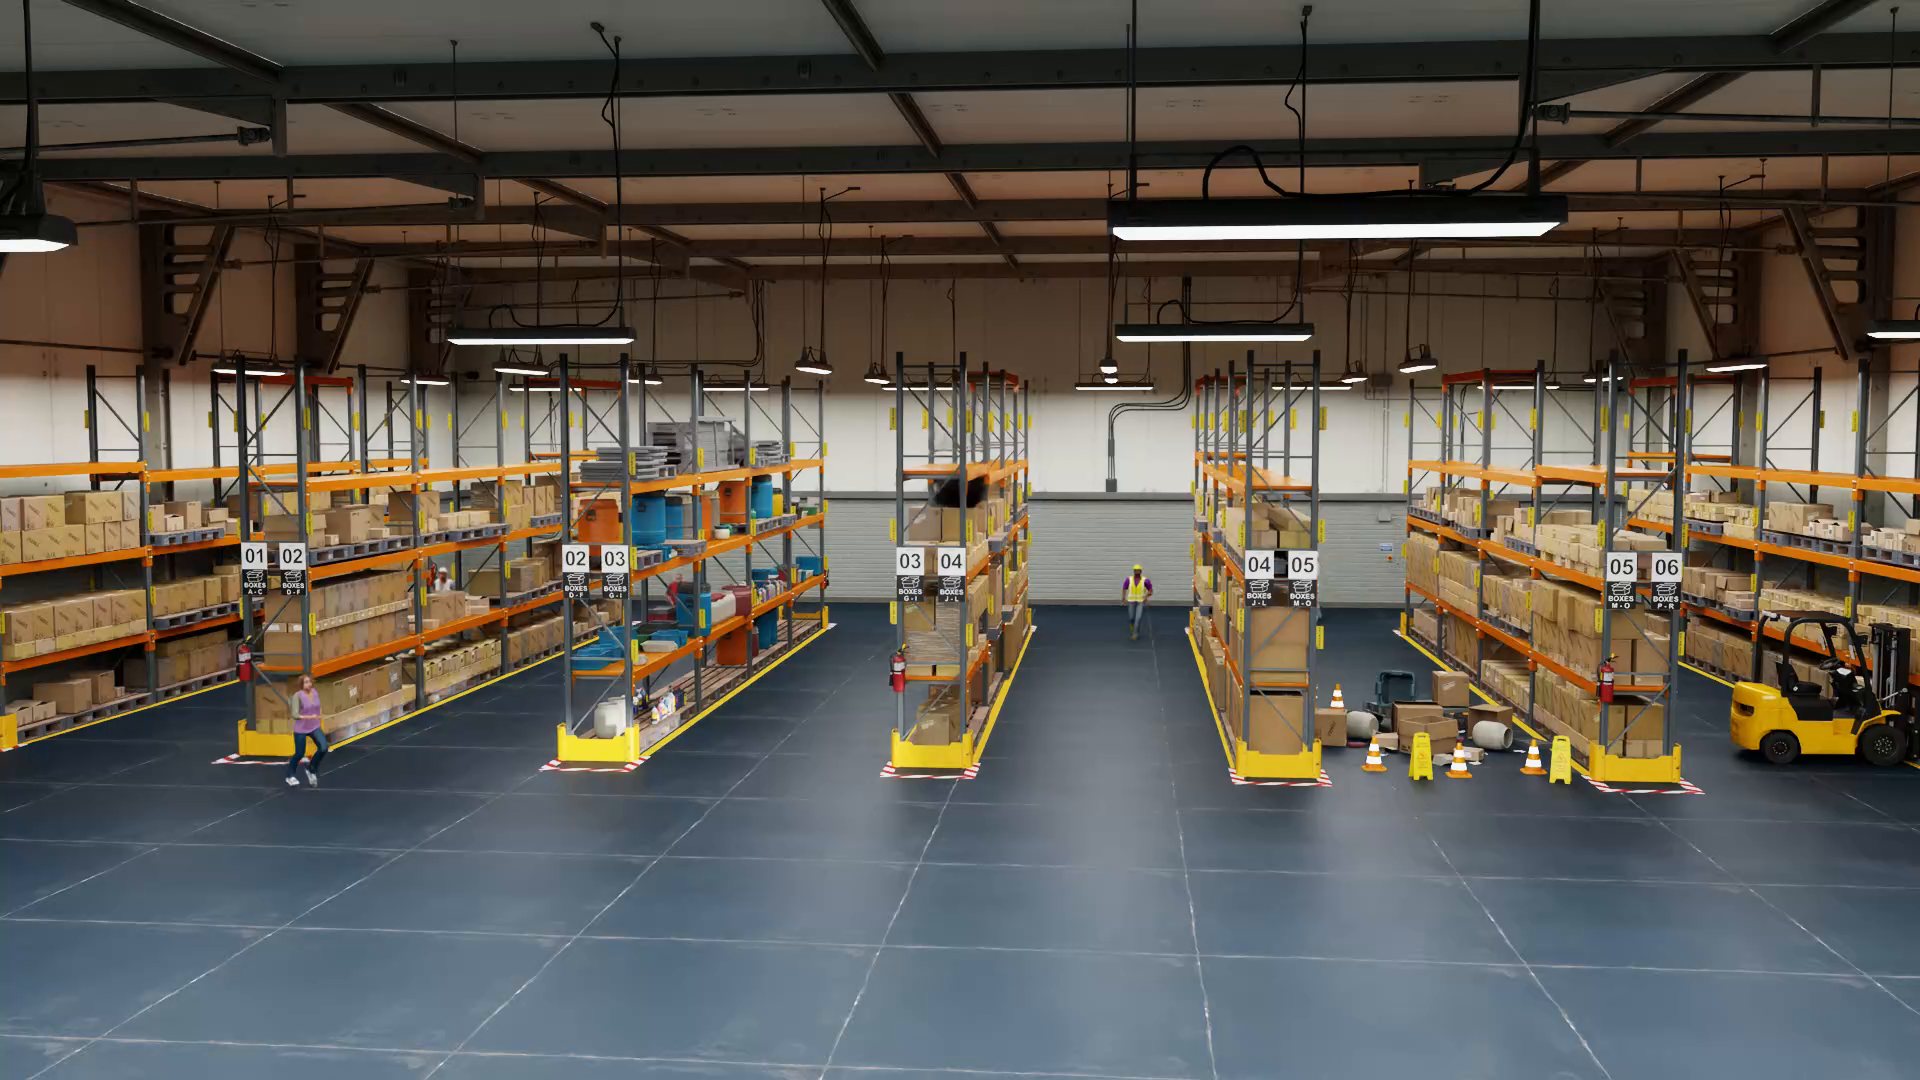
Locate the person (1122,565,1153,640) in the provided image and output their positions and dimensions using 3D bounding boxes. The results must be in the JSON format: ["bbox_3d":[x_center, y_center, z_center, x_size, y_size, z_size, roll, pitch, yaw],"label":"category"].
[{"bbox_3d":[4.092,1.426,38.386,0.716,1.722,0.596,1,4,14],"label":"person"}]

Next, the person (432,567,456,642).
[{"bbox_3d":[-11.491,1.483,37.132,0.631,1.780,0.954,0,4,-1],"label":"person"}]

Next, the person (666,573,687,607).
[{"bbox_3d":[-6.216,1.551,37.030,0.651,1.673,0.746,0,4,6],"label":"person"}]

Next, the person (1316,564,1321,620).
[{"bbox_3d":[8.712,1.158,41.631,0.727,1.810,0.656,-2,4,-22],"label":"person"}]

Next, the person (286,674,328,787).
[{"bbox_3d":[-8.865,2.589,22.630,0.791,1.558,0.550,3,5,38],"label":"person"}]
